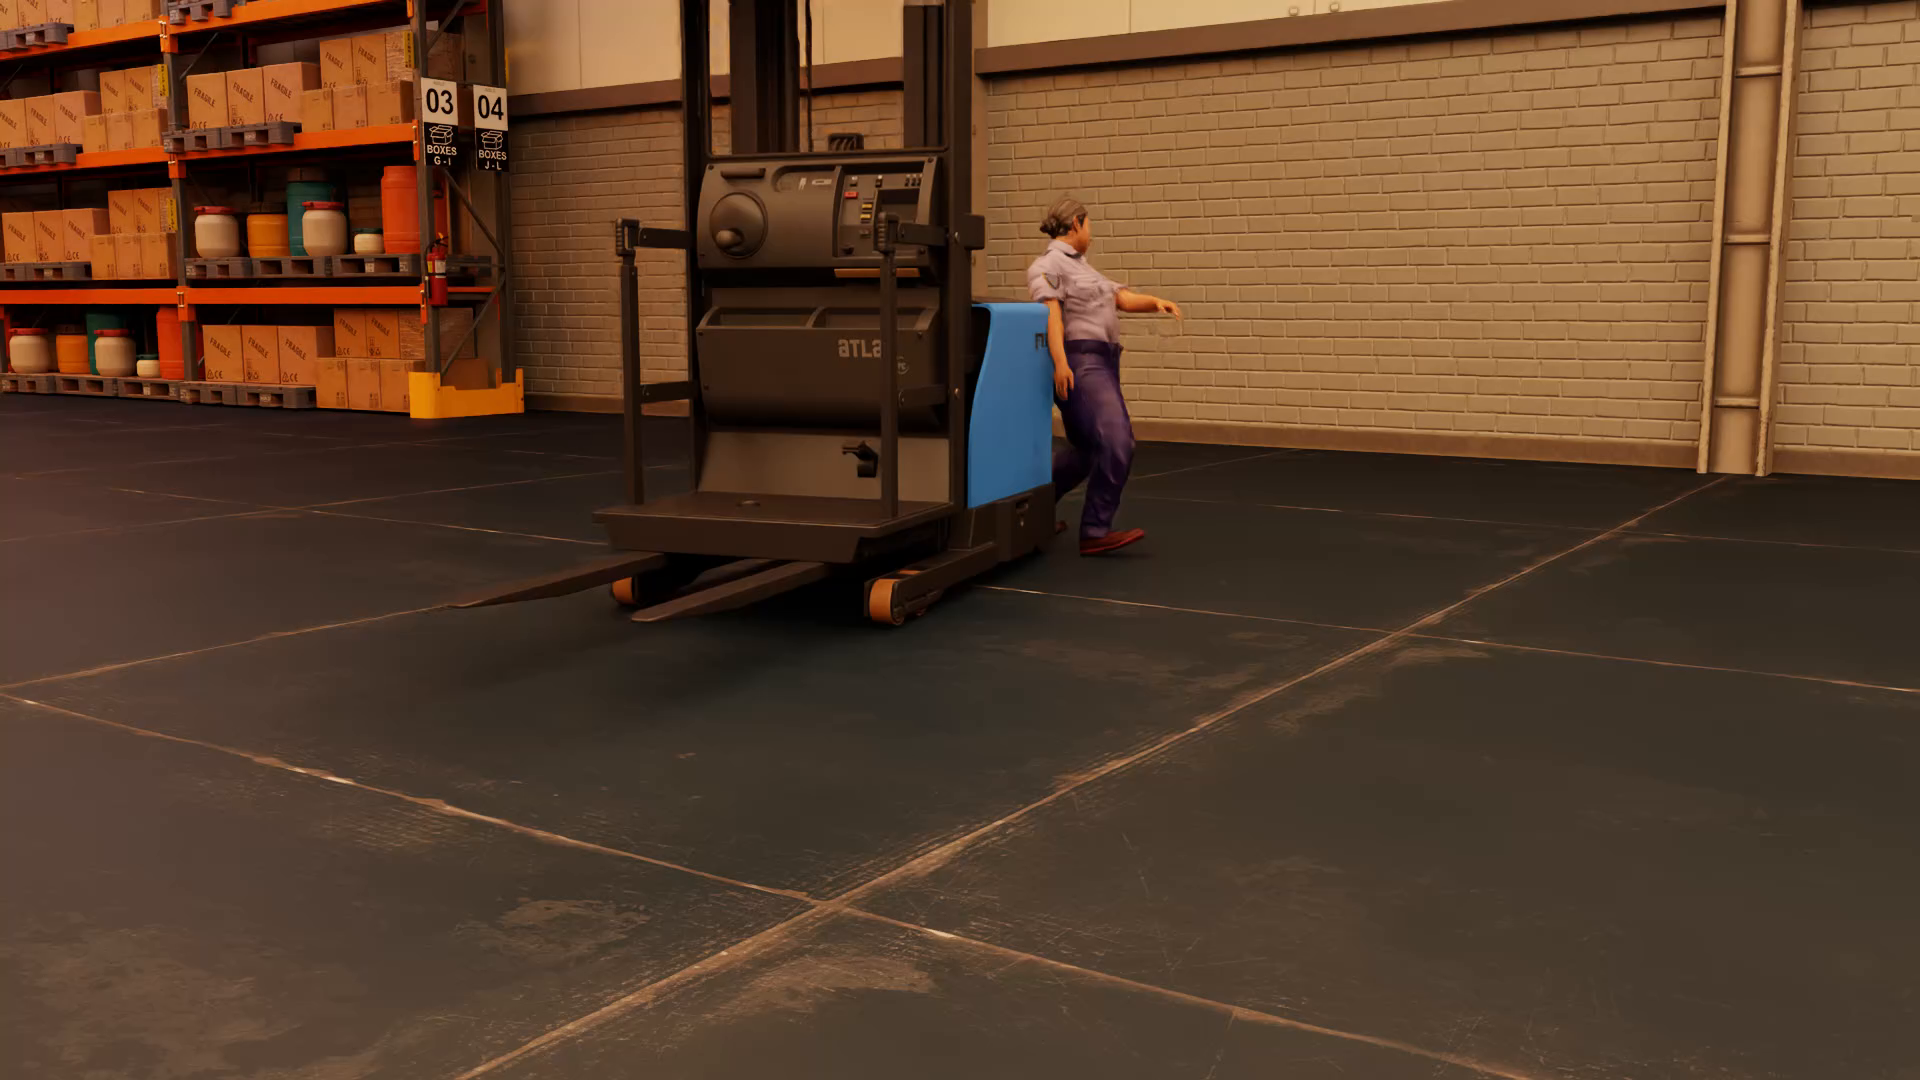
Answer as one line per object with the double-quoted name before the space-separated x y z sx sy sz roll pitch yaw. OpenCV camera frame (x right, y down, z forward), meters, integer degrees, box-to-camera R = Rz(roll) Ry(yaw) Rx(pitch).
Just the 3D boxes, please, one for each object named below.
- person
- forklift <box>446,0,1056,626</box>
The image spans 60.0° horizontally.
"person" 0.539 -0.705 7.185 0.833 1.520 0.740 2 8 14
"forklift" -0.599 -1.227 5.823 1.130 2.935 3.031 3 9 21
